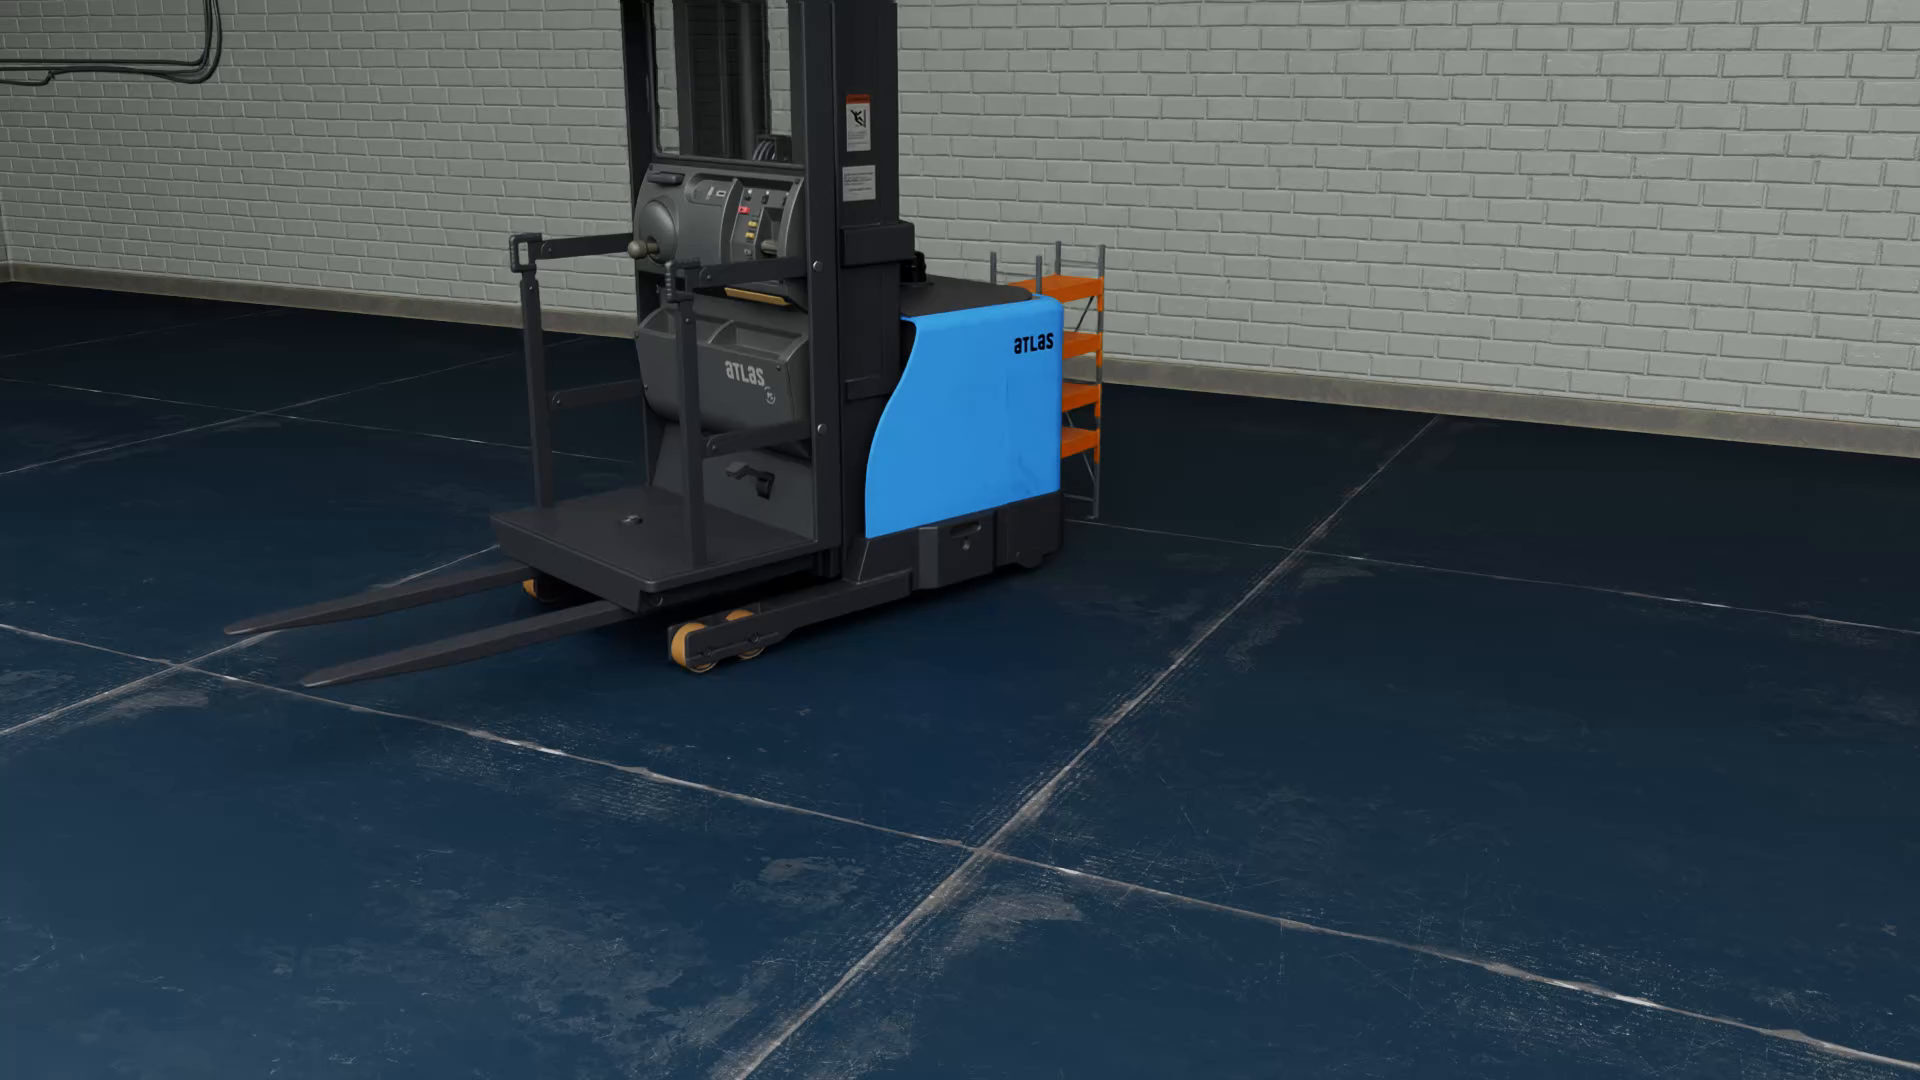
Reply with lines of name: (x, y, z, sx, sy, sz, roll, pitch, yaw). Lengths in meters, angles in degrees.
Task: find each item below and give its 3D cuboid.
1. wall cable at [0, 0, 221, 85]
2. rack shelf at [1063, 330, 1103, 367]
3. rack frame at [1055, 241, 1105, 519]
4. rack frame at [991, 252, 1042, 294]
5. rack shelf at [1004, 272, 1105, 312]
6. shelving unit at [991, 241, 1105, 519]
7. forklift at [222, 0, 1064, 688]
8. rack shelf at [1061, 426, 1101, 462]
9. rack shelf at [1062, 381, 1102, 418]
wall cable: (-7.126, -4.933, 13.281, 3.097, 2.526, 0.112, 8, 18, 25)
rack shelf: (0.368, -0.782, 6.999, 0.258, 0.148, 0.480, 12, 20, 34)
rack frame: (0.510, -0.688, 7.234, 0.240, 1.200, 0.015, 12, 20, 34)
rack frame: (0.226, -0.575, 6.854, 0.240, 1.200, 0.015, 12, 20, 34)
rack shelf: (0.368, -1.008, 6.932, 0.258, 0.148, 0.480, 12, 20, 34)
shelving unit: (0.368, -0.632, 7.044, 0.258, 1.200, 0.503, 12, 20, 34)
forklift: (-1.008, -1.129, 5.679, 3.031, 2.935, 1.130, -15, 22, -41)
rack shelf: (0.368, -0.377, 7.120, 0.258, 0.148, 0.480, 12, 20, 34)
rack shelf: (0.368, -0.567, 7.063, 0.258, 0.148, 0.480, 12, 20, 34)
